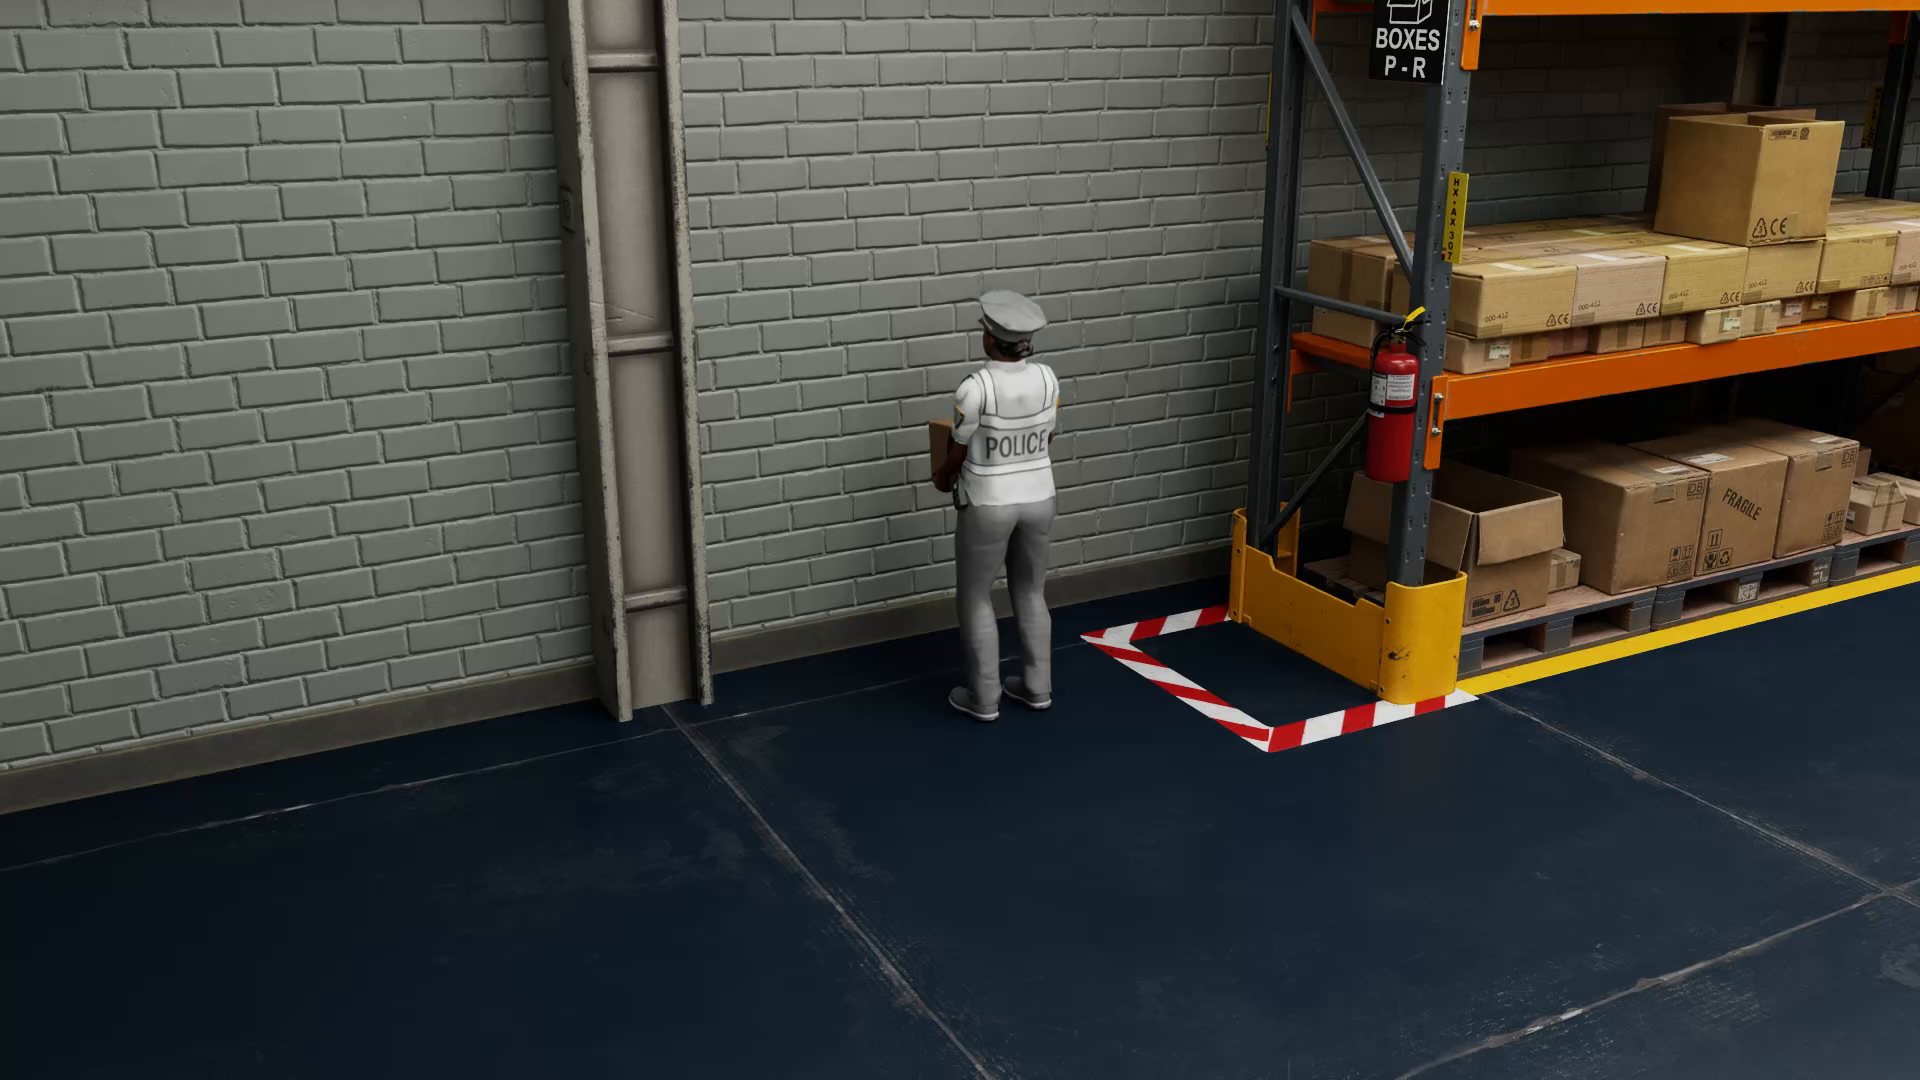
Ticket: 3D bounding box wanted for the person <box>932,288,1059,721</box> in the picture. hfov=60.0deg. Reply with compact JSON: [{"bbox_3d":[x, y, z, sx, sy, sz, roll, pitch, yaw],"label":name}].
[{"bbox_3d":[0.135,-0.149,6.470,0.450,1.688,0.530,-9,21,-26],"label":"person"}]
